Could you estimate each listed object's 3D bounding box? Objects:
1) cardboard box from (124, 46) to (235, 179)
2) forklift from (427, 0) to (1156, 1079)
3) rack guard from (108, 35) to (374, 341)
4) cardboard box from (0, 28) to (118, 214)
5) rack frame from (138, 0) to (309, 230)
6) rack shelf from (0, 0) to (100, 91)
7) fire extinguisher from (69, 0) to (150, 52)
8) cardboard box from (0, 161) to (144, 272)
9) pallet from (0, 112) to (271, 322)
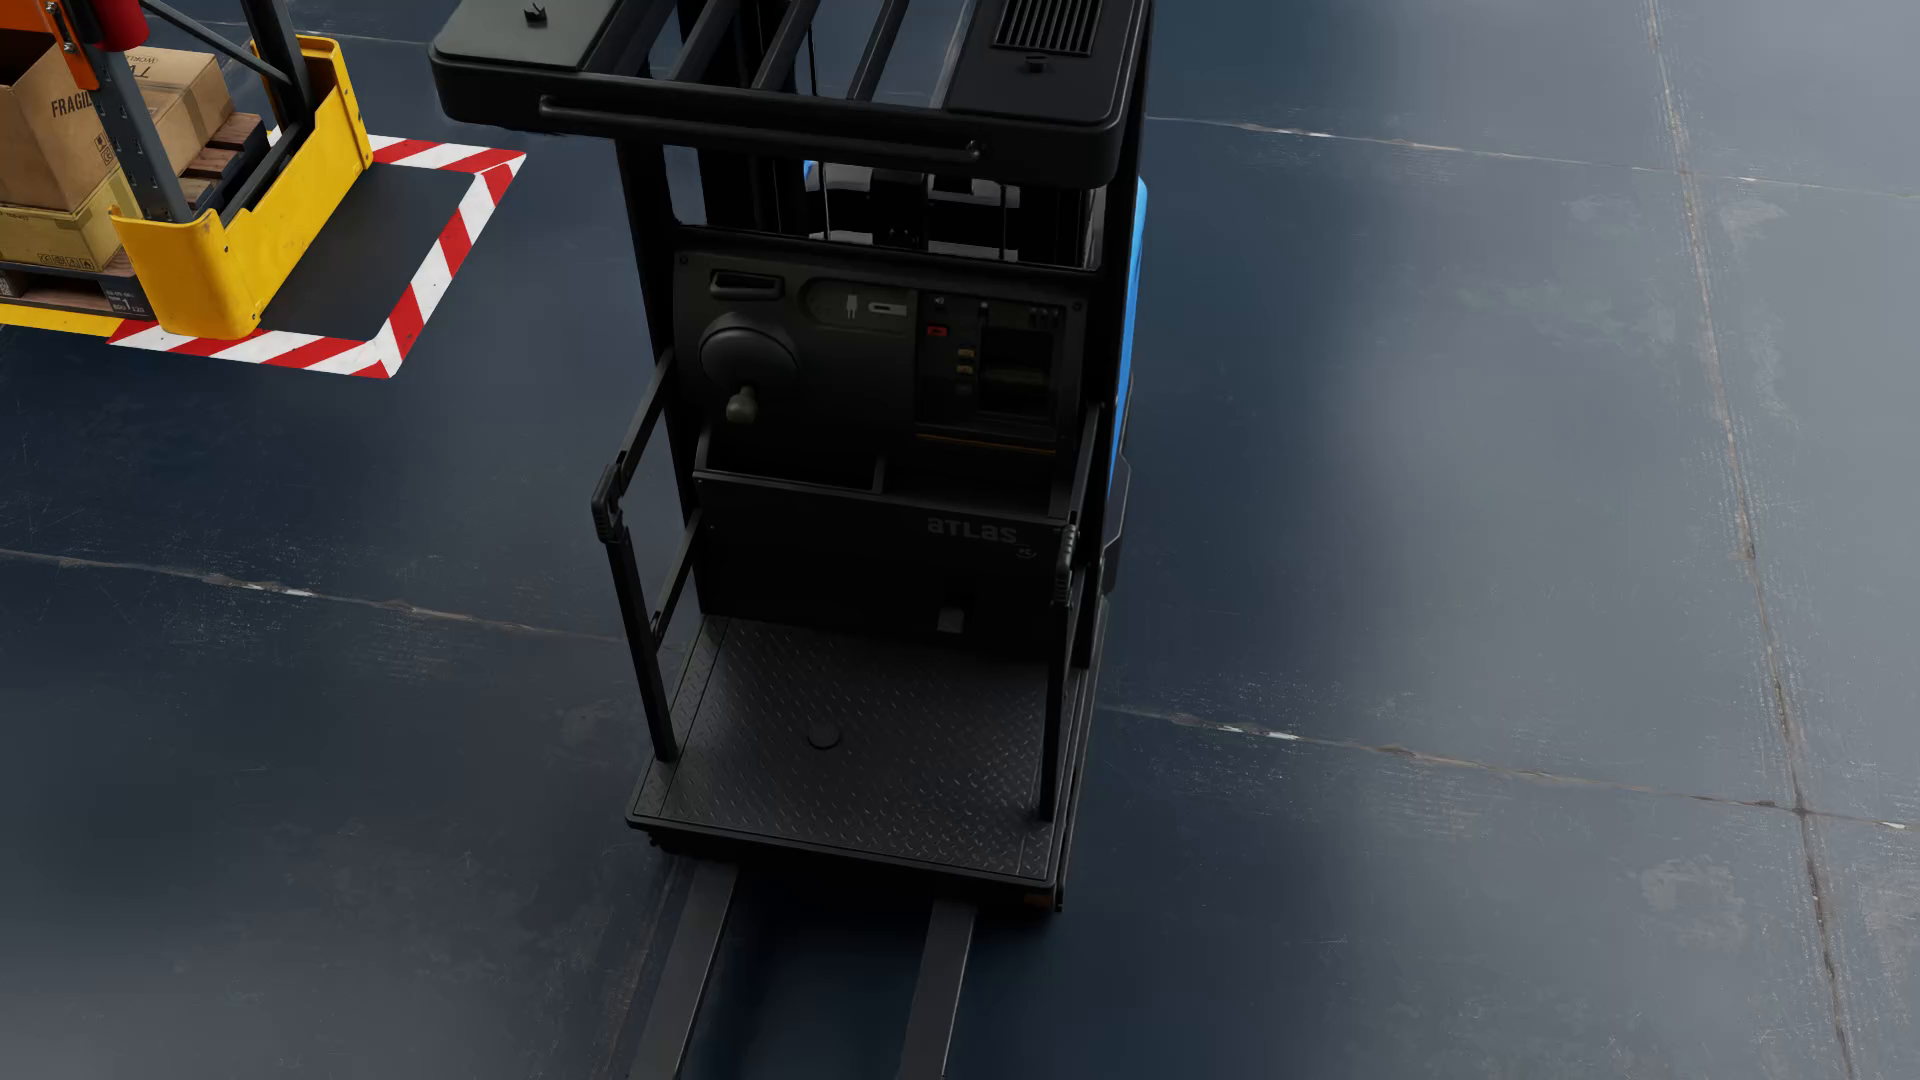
[{"bbox_3d":[-3.106,-1.608,6.244,0.500,0.250,0.500,8,49,7],"label":"cardboard box"},{"bbox_3d":[-0.222,-0.319,3.566,1.130,2.935,3.031,8,49,7],"label":"forklift"},{"bbox_3d":[-2.594,-1.314,6.095,0.348,0.500,1.175,8,49,7],"label":"rack guard"},{"bbox_3d":[-3.198,-1.478,5.623,0.500,0.500,0.500,8,49,7],"label":"cardboard box"},{"bbox_3d":[-2.618,-2.150,5.166,0.053,2.616,0.949,8,49,7],"label":"rack frame"},{"bbox_3d":[-4.586,-2.177,5.673,4.000,0.370,1.077,8,49,7],"label":"rack shelf"},{"bbox_3d":[-2.584,-1.771,4.877,0.183,0.674,0.296,8,49,7],"label":"fire extinguisher"},{"bbox_3d":[-3.198,-1.229,5.904,0.500,0.250,0.500,8,49,7],"label":"cardboard box"},{"bbox_3d":[-3.378,-1.291,6.268,1.213,0.211,1.003,8,49,7],"label":"pallet"}]
